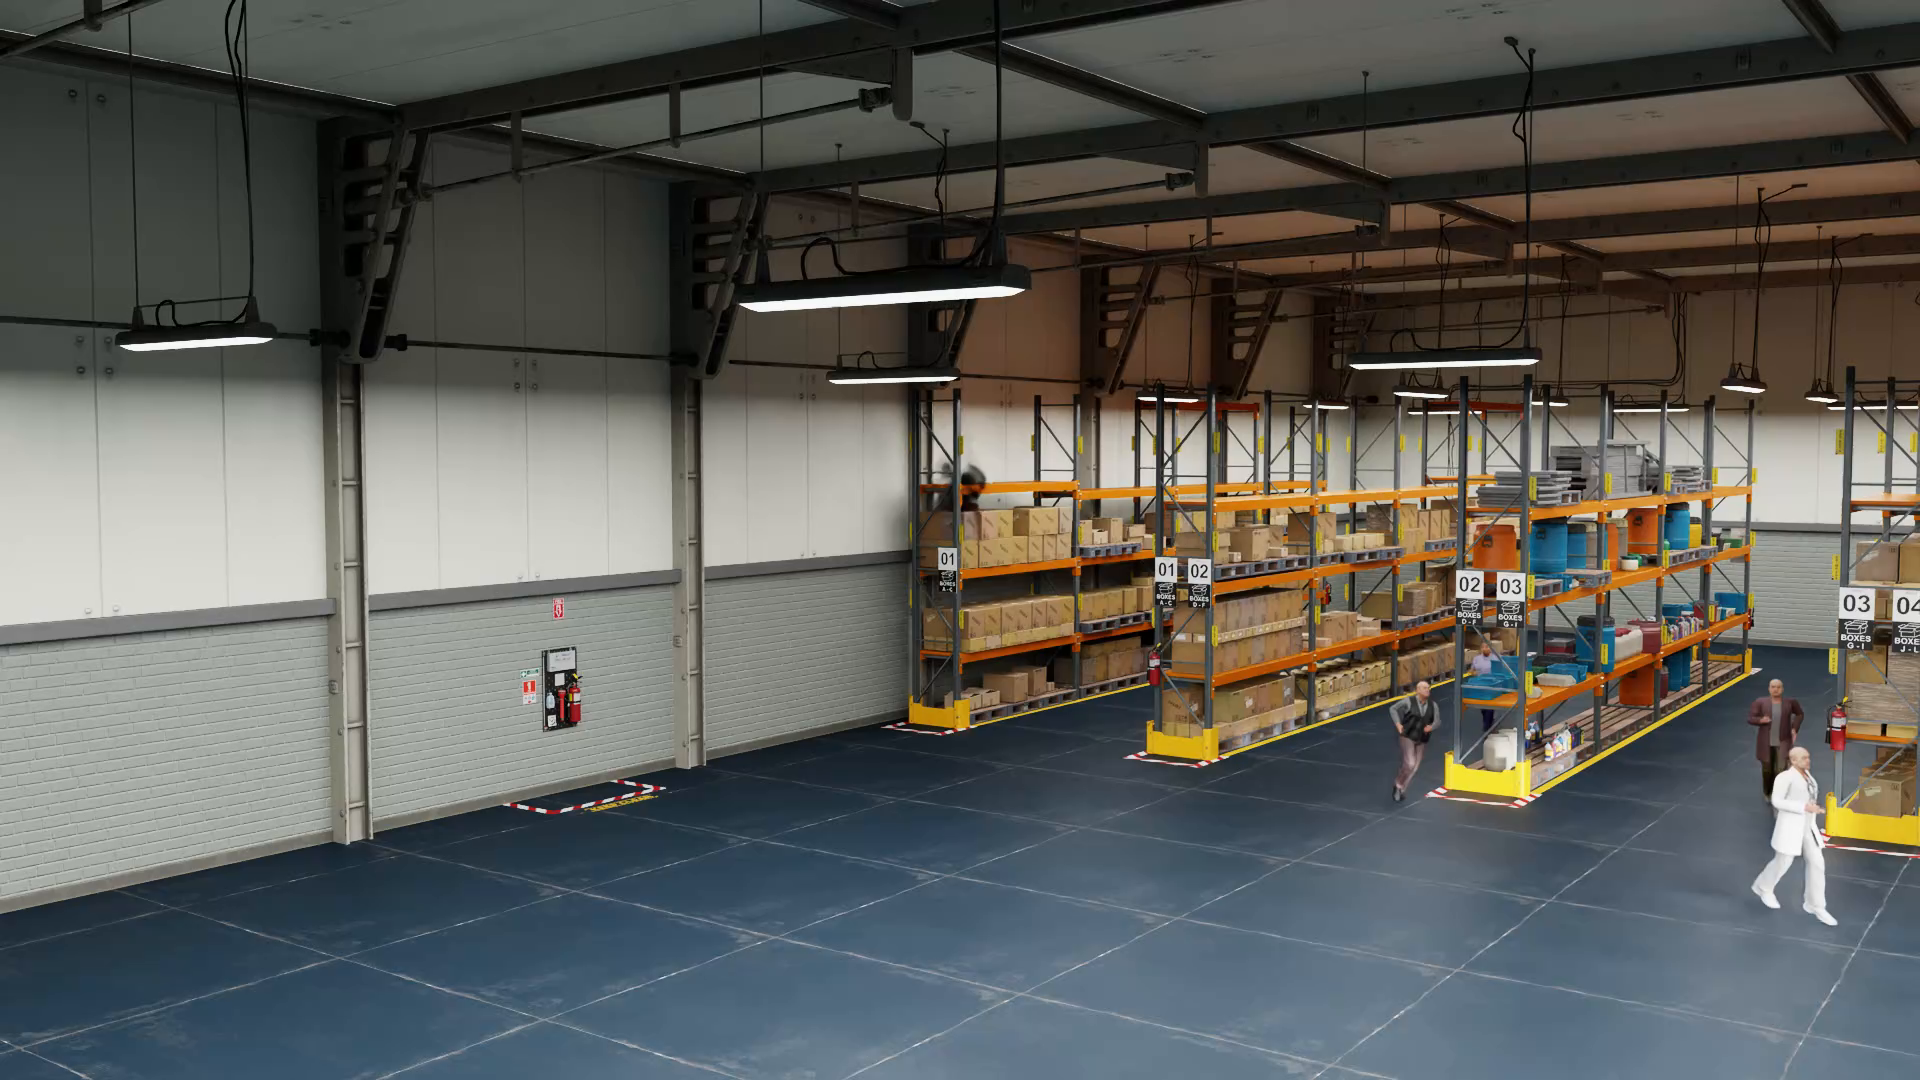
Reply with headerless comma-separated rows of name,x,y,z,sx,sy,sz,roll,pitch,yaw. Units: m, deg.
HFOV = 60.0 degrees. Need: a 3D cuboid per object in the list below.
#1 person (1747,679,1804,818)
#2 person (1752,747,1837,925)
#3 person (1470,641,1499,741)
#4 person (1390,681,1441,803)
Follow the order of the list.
person,11.101,2.806,22.669,0.694,1.826,0.876,2,4,28
person,8.850,3.096,17.681,0.687,1.816,0.936,-1,4,-22
person,9.064,2.558,28.573,0.573,1.679,0.888,2,4,37
person,6.404,2.830,23.375,0.687,1.705,0.630,-1,3,-11
